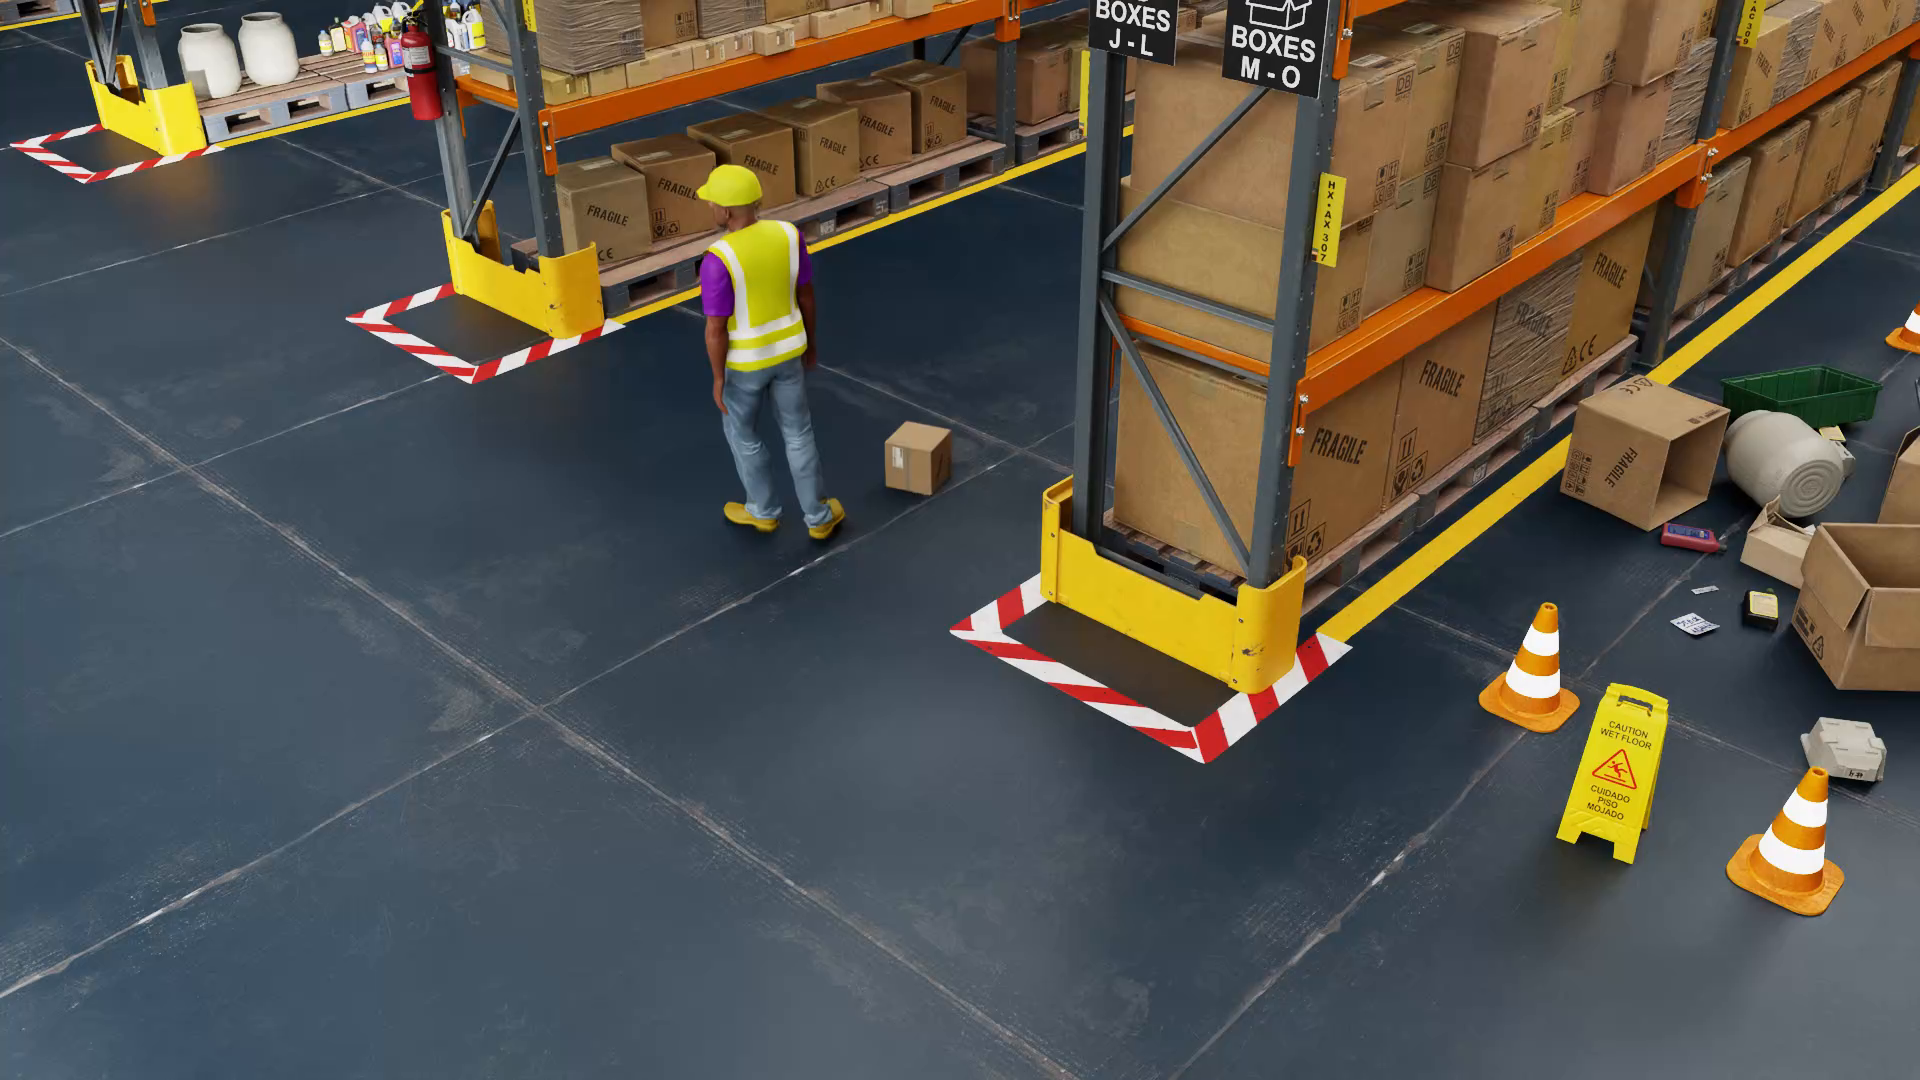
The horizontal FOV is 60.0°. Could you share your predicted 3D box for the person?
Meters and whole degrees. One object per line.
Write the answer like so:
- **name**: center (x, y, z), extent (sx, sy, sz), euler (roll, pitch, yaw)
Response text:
- **person**: center (-0.862, -0.809, 7.456), extent (0.602, 1.757, 0.560), euler (-23, 38, -32)
